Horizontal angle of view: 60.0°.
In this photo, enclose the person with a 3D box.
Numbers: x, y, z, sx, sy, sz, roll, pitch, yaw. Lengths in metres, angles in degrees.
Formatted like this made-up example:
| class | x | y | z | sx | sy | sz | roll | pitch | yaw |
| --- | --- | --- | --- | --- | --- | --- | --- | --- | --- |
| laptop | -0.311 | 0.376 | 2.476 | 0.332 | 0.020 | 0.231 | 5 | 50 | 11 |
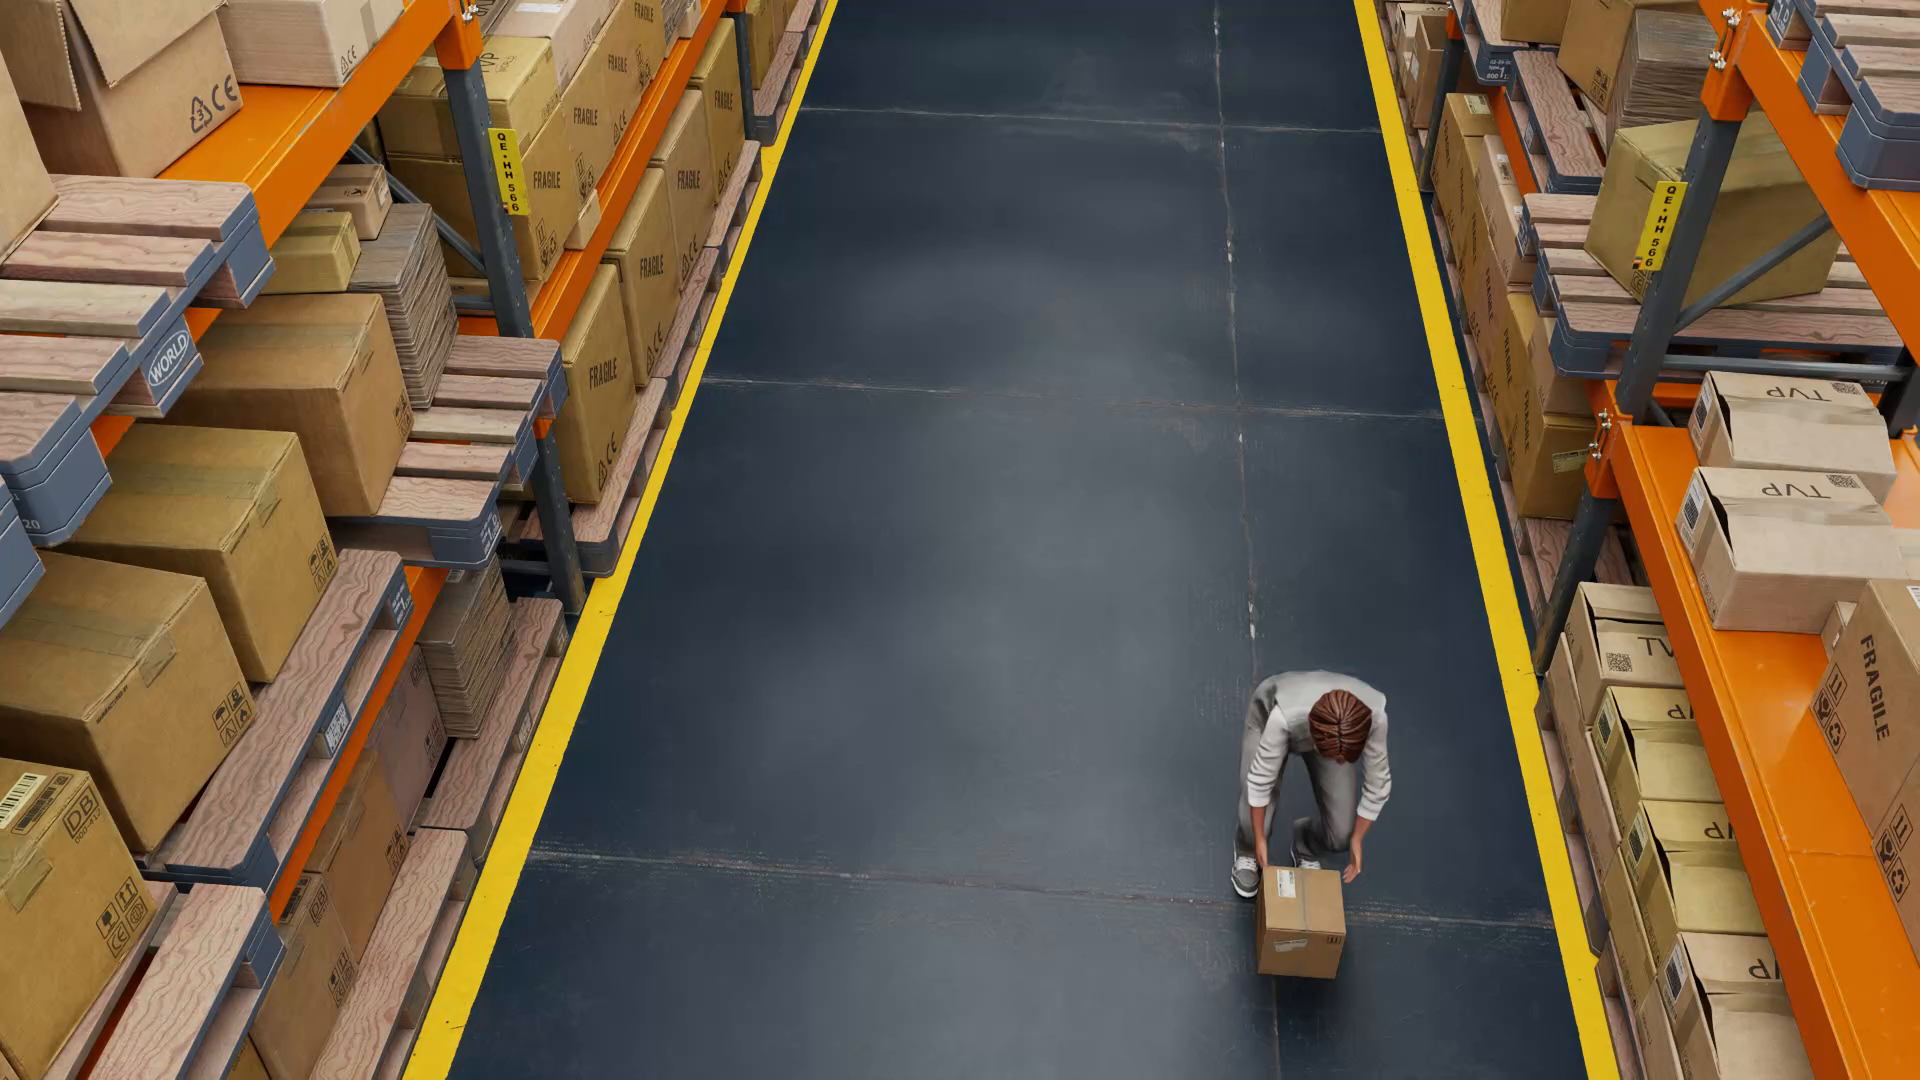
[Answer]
| class | x | y | z | sx | sy | sz | roll | pitch | yaw |
| --- | --- | --- | --- | --- | --- | --- | --- | --- | --- |
| person | 1.173 | 0.789 | 5.572 | 0.464 | 1.175 | 0.710 | 3 | 41 | 4 |
